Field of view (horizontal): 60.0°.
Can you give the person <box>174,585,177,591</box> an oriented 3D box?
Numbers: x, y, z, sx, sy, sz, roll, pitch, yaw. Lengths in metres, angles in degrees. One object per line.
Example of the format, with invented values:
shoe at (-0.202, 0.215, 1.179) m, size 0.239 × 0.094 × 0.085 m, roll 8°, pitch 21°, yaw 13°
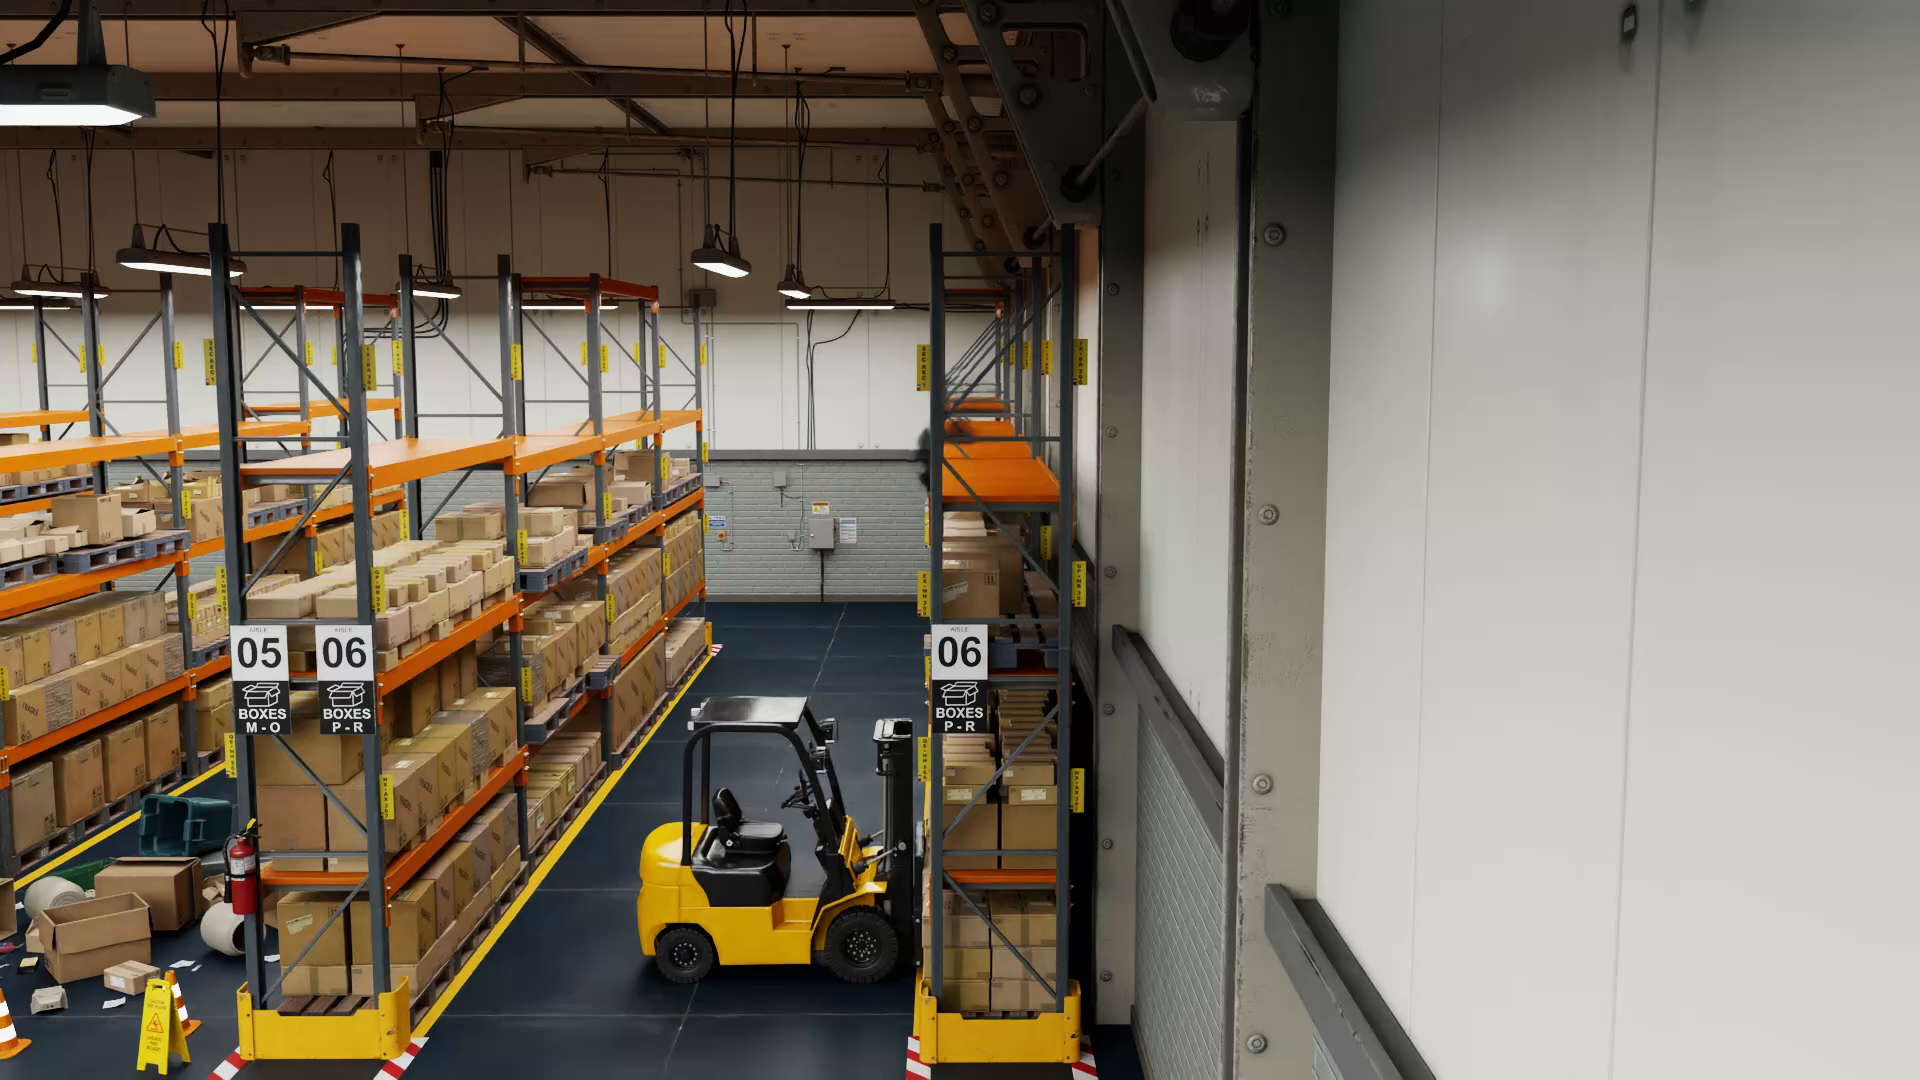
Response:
person at (-11.437, 1.450, 24.777) m, size 0.665 × 1.738 × 1.082 m, roll 0°, pitch 7°, yaw -2°
